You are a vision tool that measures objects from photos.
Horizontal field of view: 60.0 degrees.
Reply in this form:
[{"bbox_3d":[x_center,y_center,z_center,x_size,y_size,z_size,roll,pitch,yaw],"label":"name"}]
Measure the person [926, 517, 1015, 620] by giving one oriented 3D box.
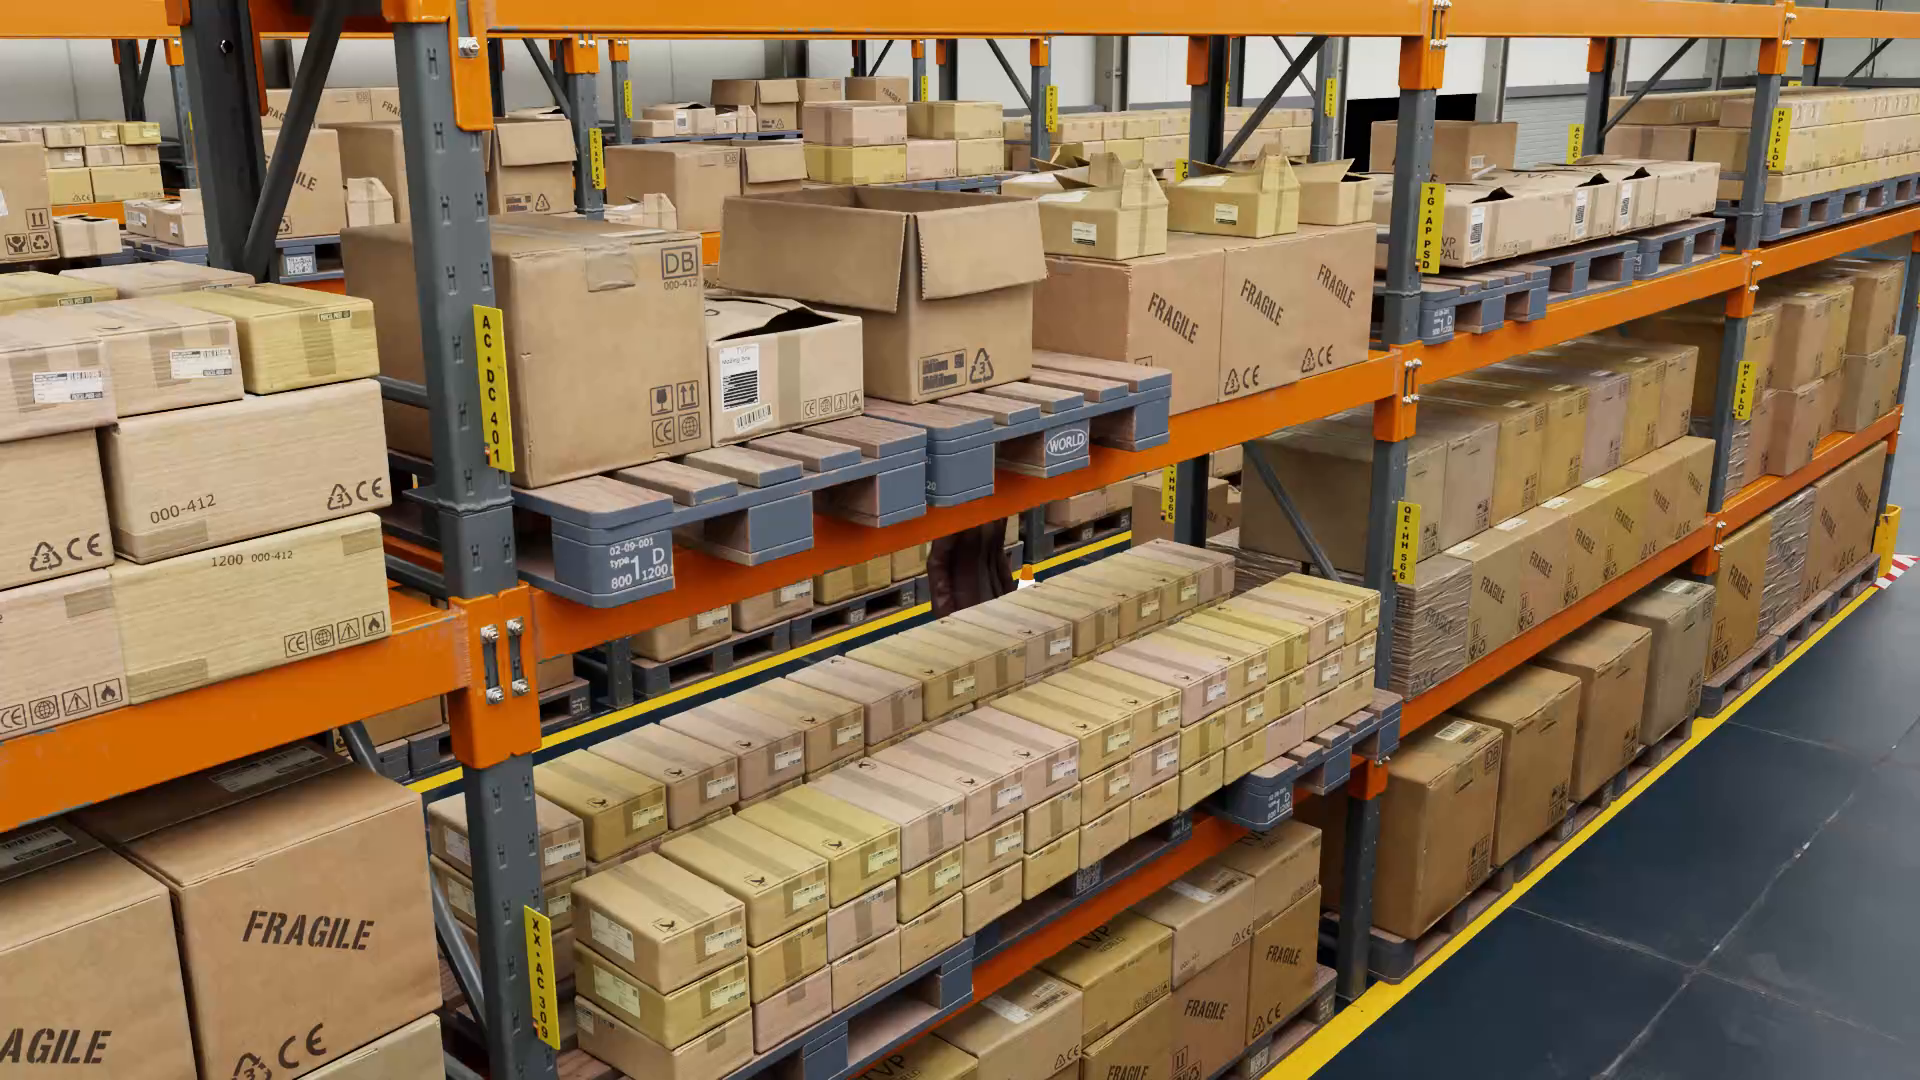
[{"bbox_3d":[0.077,0.368,9.339,0.419,1.774,0.645,14,22,39],"label":"person"}]
